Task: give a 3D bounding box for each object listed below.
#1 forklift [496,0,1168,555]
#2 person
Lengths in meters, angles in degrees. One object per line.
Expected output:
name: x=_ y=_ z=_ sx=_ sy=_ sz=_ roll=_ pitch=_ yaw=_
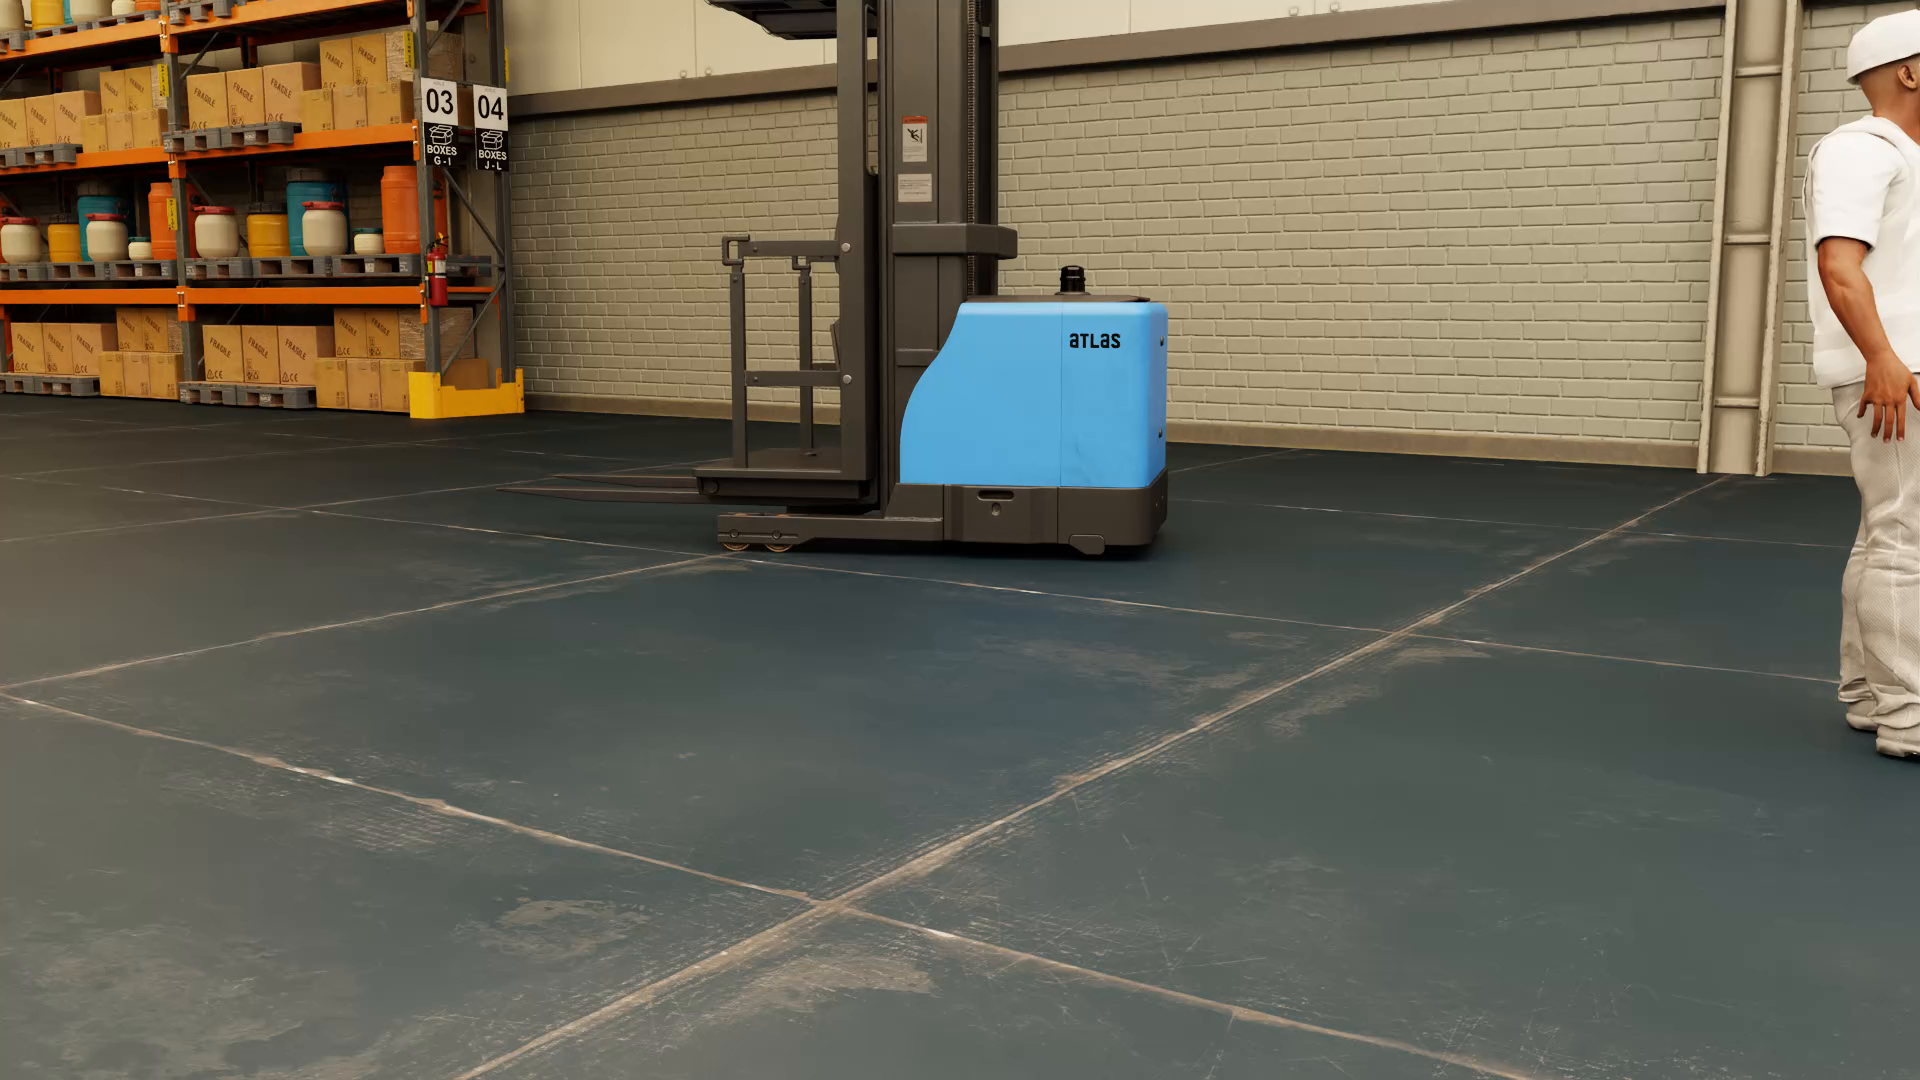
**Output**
forklift: x=-0.596 y=-1.469 z=7.520 sx=3.031 sy=2.935 sz=1.130 roll=2 pitch=8 yaw=12
person: x=2.355 y=-0.392 z=4.038 sx=0.577 sy=1.765 sz=0.665 roll=7 pitch=10 yaw=39
